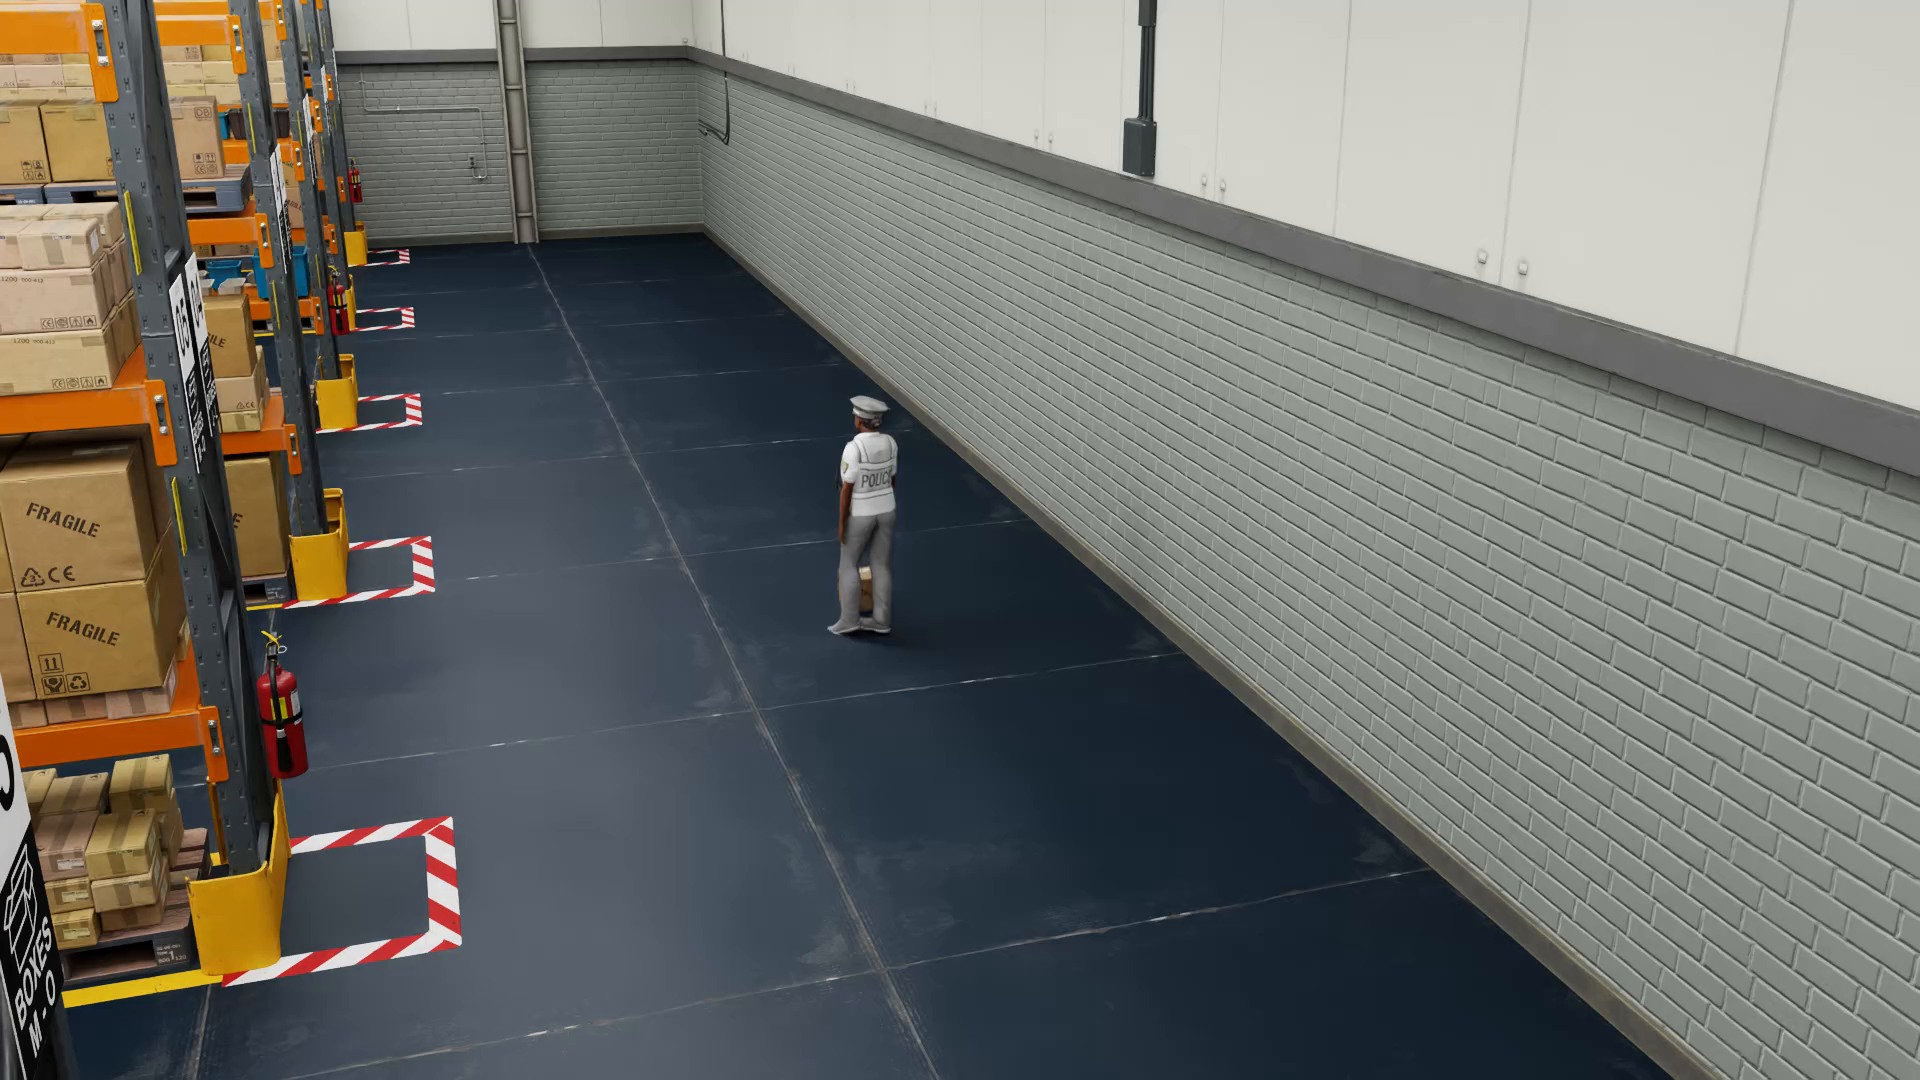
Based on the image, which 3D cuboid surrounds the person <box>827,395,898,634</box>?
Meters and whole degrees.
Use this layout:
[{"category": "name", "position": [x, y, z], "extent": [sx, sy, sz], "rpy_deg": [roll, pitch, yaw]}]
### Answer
[{"category": "person", "position": [-0.659, -0.137, 11.489], "extent": [0.467, 1.718, 0.416], "rpy_deg": [-14, 24, -34]}]
